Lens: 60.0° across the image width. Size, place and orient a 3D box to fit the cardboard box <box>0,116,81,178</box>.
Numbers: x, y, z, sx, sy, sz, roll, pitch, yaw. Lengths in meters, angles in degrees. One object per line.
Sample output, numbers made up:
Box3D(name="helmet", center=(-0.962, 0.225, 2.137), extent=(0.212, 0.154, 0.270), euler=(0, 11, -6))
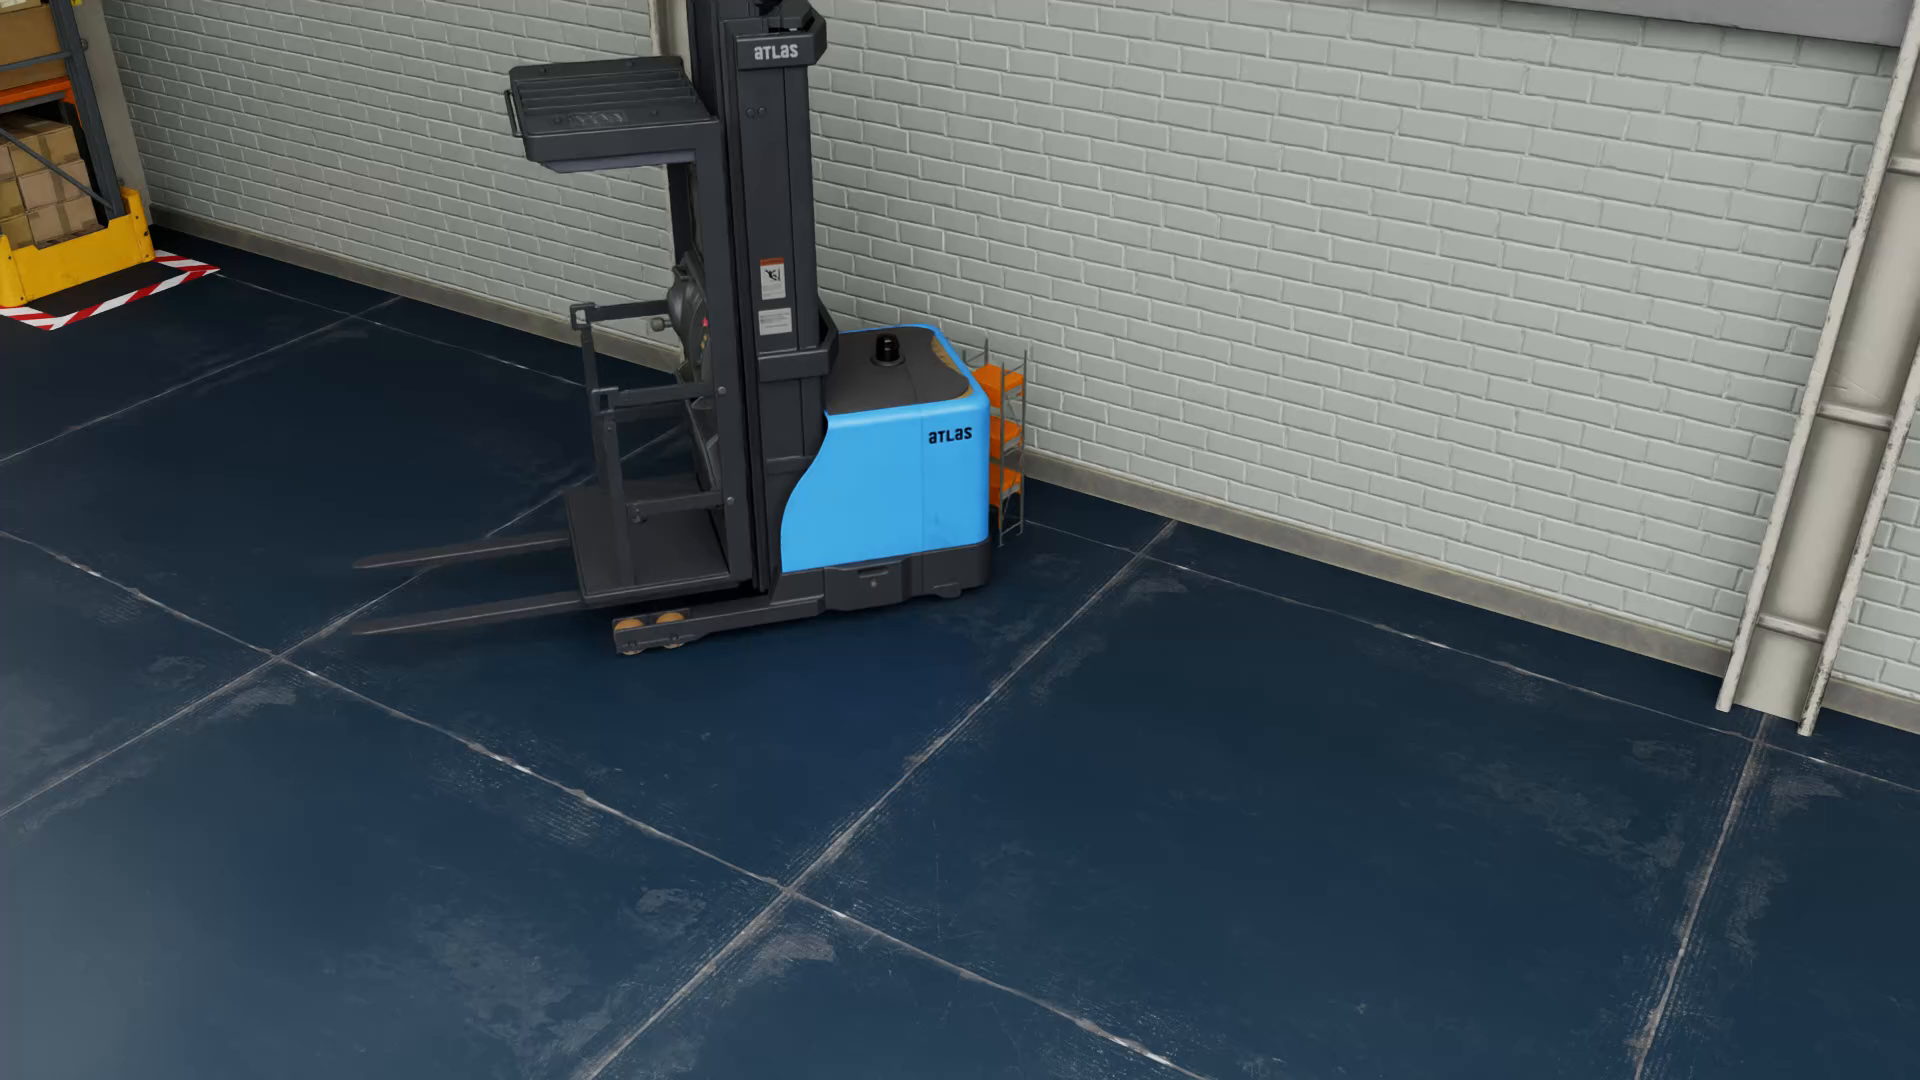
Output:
Box3D(name="cardboard box", center=(-6.725, -2.831, 11.946), extent=(0.500, 0.250, 0.500), euler=(17, 34, 27))

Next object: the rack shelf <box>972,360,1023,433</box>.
Box3D(name="rack shelf", center=(0.173, -0.728, 8.415), extent=(0.240, 0.259, 0.215), euler=(22, 37, 33))

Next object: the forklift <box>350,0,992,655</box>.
Box3D(name="forklift", center=(-1.420, -1.024, 7.596), extent=(3.031, 2.935, 1.130), euler=(-9, 31, -14))

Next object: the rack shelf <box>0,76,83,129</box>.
Box3D(name="rack shelf", center=(-8.113, -3.421, 12.351), extent=(4.000, 0.370, 1.077), euler=(18, 35, 27))

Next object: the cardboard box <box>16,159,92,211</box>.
Box3D(name="cardboard box", center=(-6.707, -2.620, 12.081), extent=(0.500, 0.250, 0.500), euler=(18, 35, 28))

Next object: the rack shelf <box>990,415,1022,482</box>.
Box3D(name="rack shelf", center=(0.173, -0.483, 8.558), extent=(0.240, 0.259, 0.215), euler=(22, 37, 33))

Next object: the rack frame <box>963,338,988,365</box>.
Box3D(name="rack frame", center=(0.078, -0.531, 8.618), extent=(0.008, 1.050, 0.200), euler=(22, 37, 33))

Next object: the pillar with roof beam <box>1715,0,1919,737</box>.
Box3D(name="pillar with roof beam", center=(1.346, -1.306, 2.059), extent=(0.400, 9.000, 9.100), euler=(18, 35, 27))

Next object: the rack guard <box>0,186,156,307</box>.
Box3D(name="rack guard", center=(-6.399, -2.110, 11.871), extent=(0.348, 0.500, 1.175), euler=(18, 35, 27))

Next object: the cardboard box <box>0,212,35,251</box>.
Box3D(name="cardboard box", center=(-6.985, -2.181, 11.823), extent=(0.500, 0.250, 0.500), euler=(18, 35, 28))

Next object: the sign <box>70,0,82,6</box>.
Box3D(name="sign", center=(-6.119, -3.839, 11.417), extent=(0.005, 0.325, 0.100), euler=(18, 35, 27))

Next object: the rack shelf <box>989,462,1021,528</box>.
Box3D(name="rack shelf", center=(0.173, -0.243, 8.698), extent=(0.240, 0.259, 0.215), euler=(22, 37, 33))

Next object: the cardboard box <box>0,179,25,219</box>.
Box3D(name="cardboard box", center=(-6.997, -2.403, 11.708), extent=(0.500, 0.250, 0.500), euler=(17, 34, 27))

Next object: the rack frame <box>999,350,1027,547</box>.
Box3D(name="rack frame", center=(0.269, -0.454, 8.487), extent=(0.008, 1.050, 0.200), euler=(22, 37, 33))

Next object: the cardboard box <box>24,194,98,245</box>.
Box3D(name="cardboard box", center=(-6.731, -2.405, 12.207), extent=(0.500, 0.250, 0.500), euler=(18, 35, 28))

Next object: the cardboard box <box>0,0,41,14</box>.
Box3D(name="cardboard box", center=(-6.568, -3.721, 11.409), extent=(0.250, 0.149, 0.380), euler=(17, 34, 26))

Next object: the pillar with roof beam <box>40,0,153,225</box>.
Box3D(name="pillar with roof beam", center=(-8.818, -4.521, 7.570), extent=(0.400, 9.000, 9.100), euler=(18, 35, 27))

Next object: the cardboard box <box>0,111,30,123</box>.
Box3D(name="cardboard box", center=(-7.151, -2.964, 12.173), extent=(0.500, 0.250, 0.500), euler=(18, 35, 27))

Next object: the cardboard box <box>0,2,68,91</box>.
Box3D(name="cardboard box", center=(-6.691, -3.491, 11.657), extent=(0.500, 0.500, 0.500), euler=(19, 35, 29))

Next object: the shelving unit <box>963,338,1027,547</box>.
Box3D(name="shelving unit", center=(0.173, -0.492, 8.552), extent=(0.252, 1.050, 0.215), euler=(22, 37, 33))

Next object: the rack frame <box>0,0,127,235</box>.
Box3D(name="rack frame", center=(-6.419, -3.196, 11.252), extent=(0.127, 3.000, 1.000), euler=(18, 35, 27))

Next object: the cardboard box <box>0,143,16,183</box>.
Box3D(name="cardboard box", center=(-6.975, -2.612, 11.570), extent=(0.500, 0.250, 0.500), euler=(19, 35, 29))

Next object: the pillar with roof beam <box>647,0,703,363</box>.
Box3D(name="pillar with roof beam", center=(-3.736, -2.914, 4.814), extent=(0.400, 9.000, 9.100), euler=(18, 35, 27))

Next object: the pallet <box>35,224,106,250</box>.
Box3D(name="pallet", center=(-7.089, -2.179, 12.275), extent=(1.213, 0.211, 1.003), euler=(18, 35, 27))
